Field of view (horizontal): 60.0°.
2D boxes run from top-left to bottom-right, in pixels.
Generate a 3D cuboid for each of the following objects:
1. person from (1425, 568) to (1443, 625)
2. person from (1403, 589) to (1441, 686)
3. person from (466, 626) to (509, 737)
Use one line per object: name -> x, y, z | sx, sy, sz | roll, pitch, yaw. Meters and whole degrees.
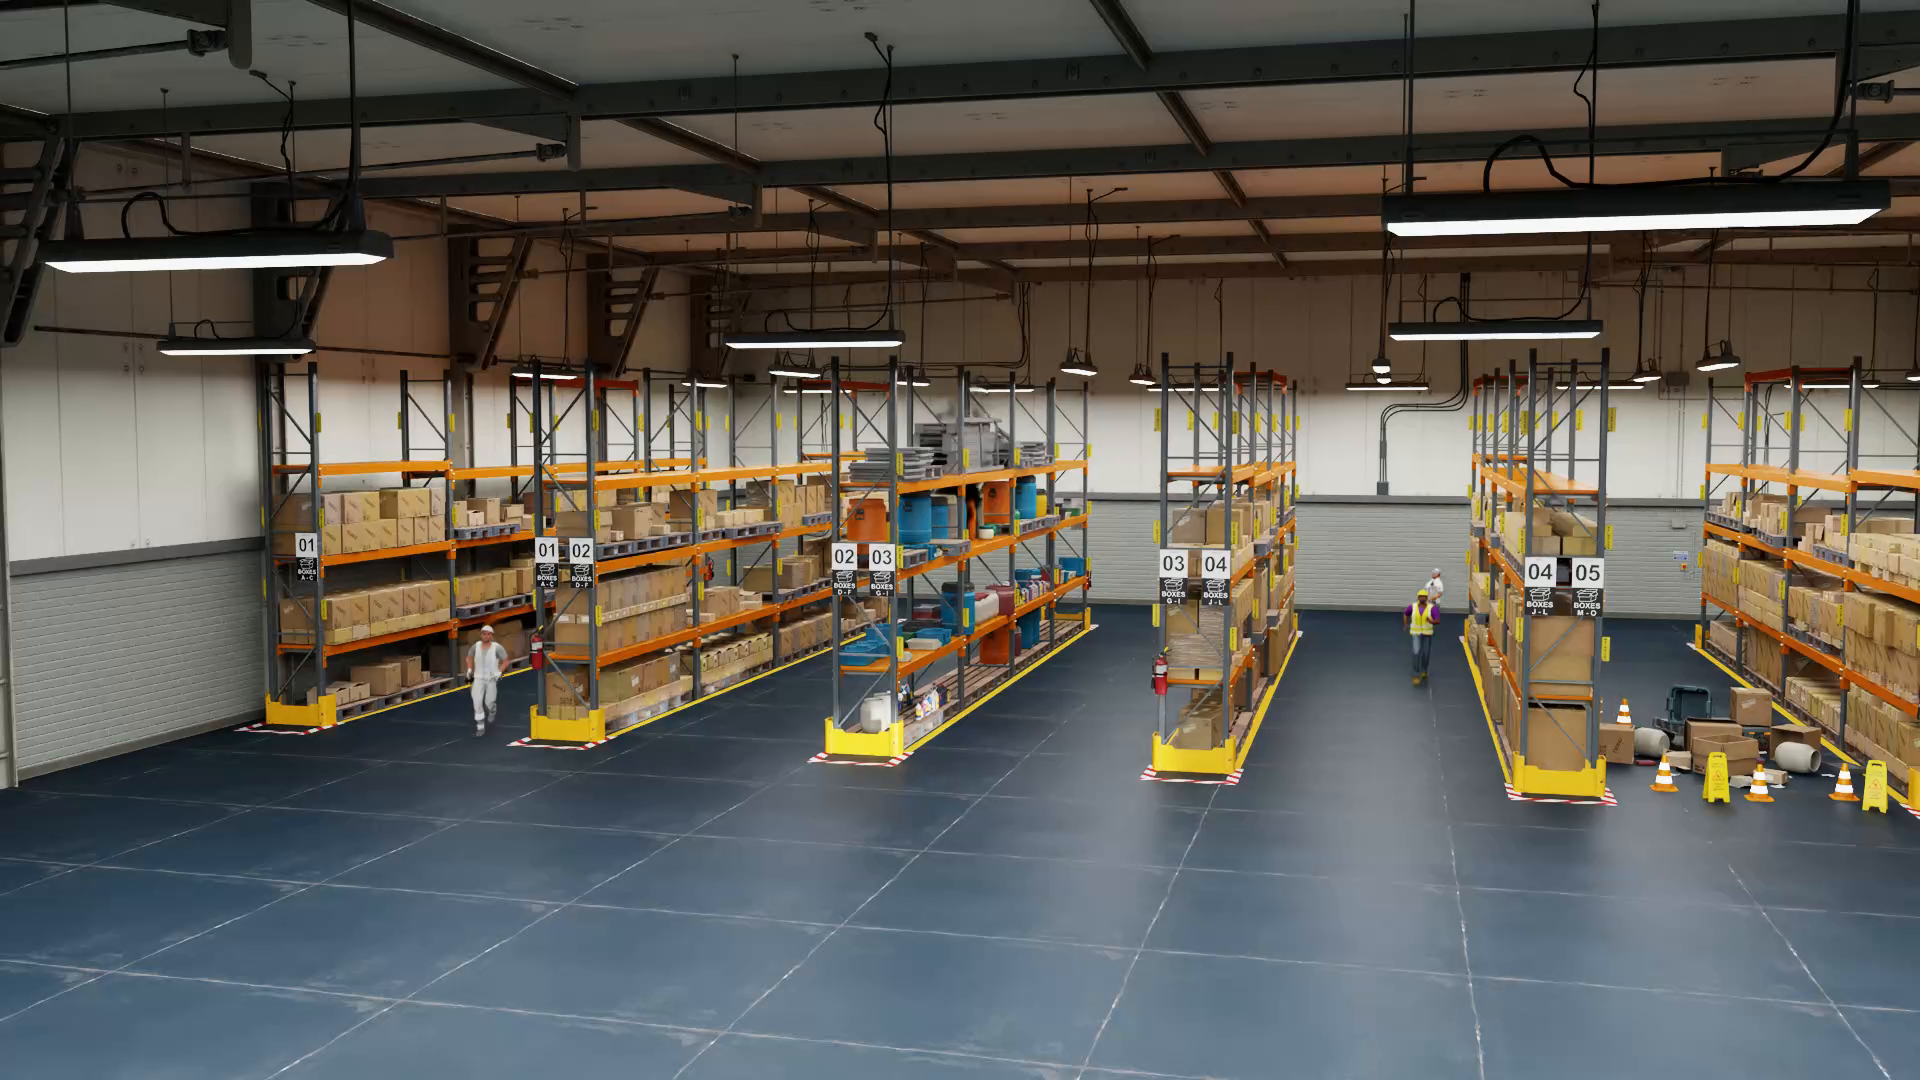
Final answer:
person -> 11.066, 1.447, 39.265 | 0.504, 1.584, 0.697 | 0, 4, -2
person -> 8.903, 1.851, 32.062 | 0.685, 1.809, 0.868 | 1, 4, 13
person -> -7.641, 2.254, 26.883 | 0.703, 1.767, 0.810 | 0, 4, -3
